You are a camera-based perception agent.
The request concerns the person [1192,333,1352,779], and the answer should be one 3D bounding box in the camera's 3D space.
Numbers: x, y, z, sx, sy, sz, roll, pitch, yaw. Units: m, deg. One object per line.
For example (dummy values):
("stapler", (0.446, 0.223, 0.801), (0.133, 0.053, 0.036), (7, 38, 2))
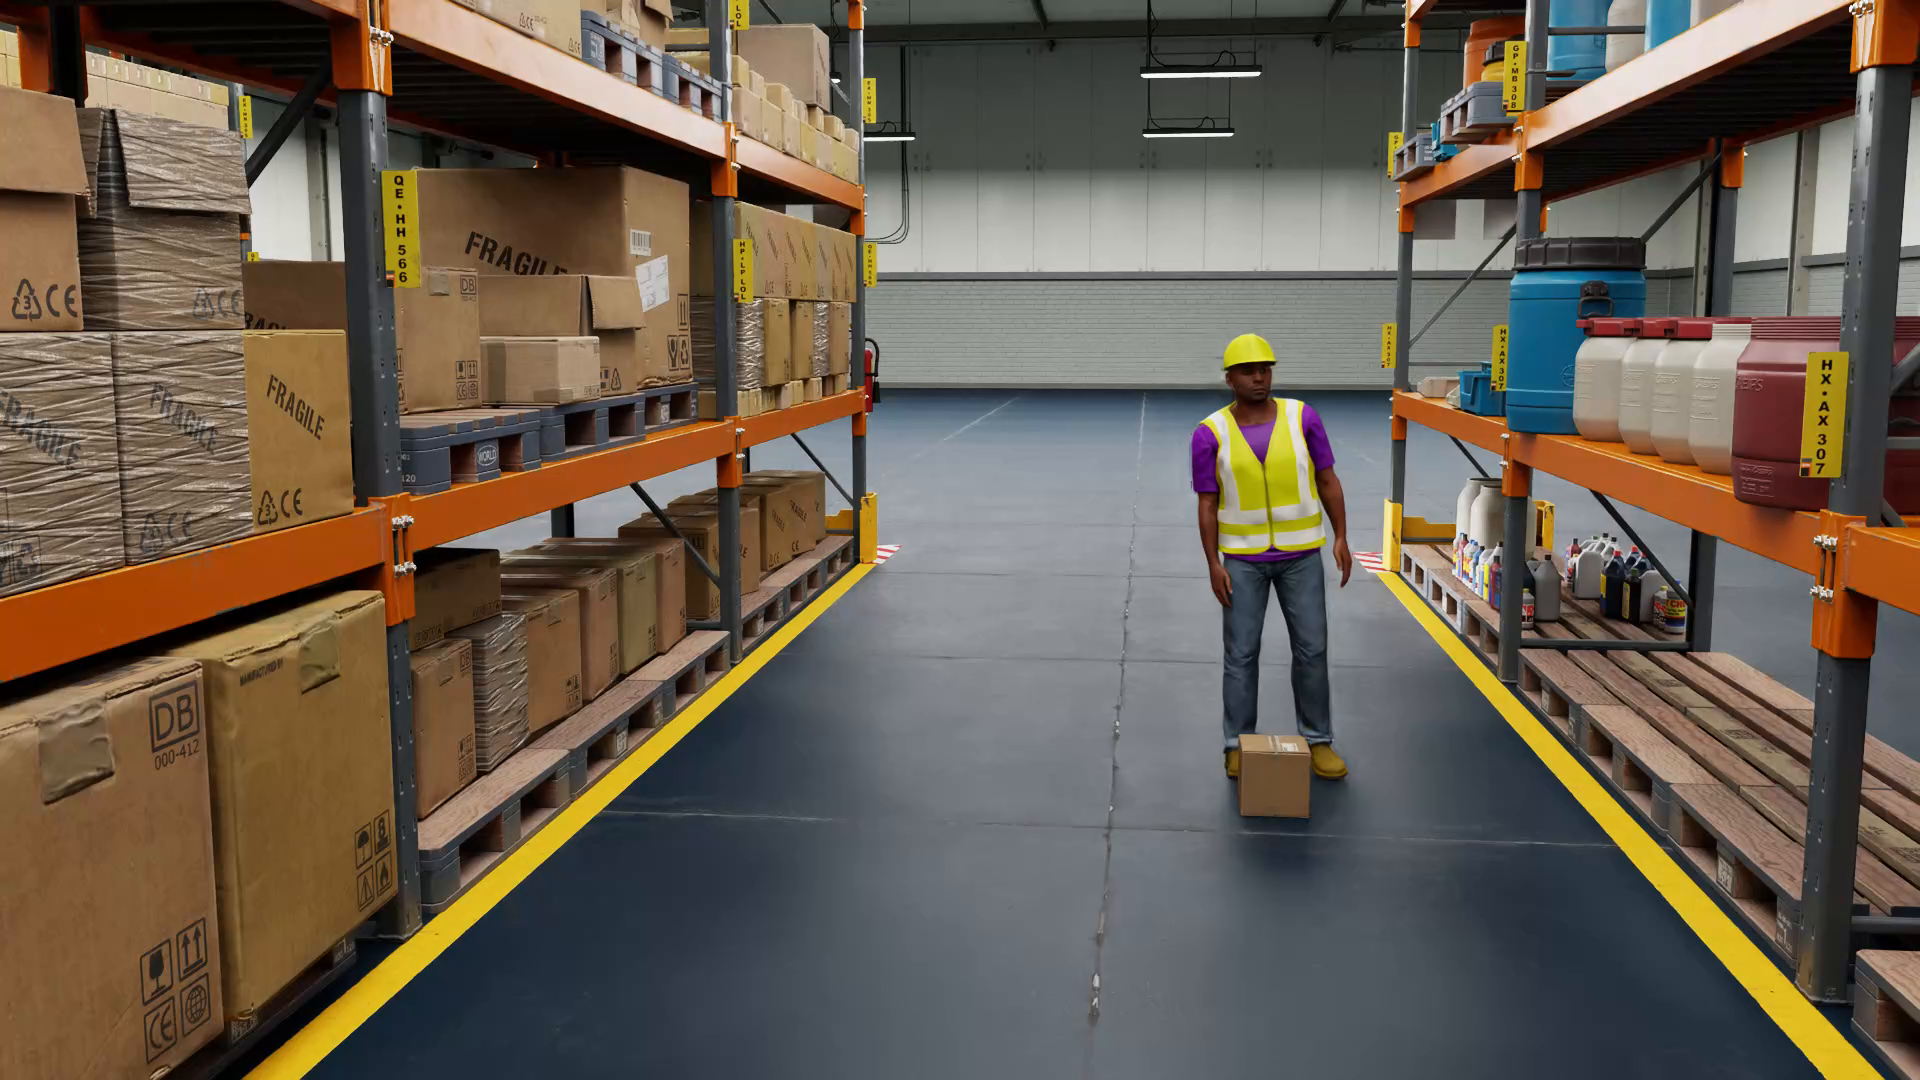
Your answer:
("person", (1.242, 0.071, 6.636), (0.644, 1.777, 0.370), (1, 8, 8))
